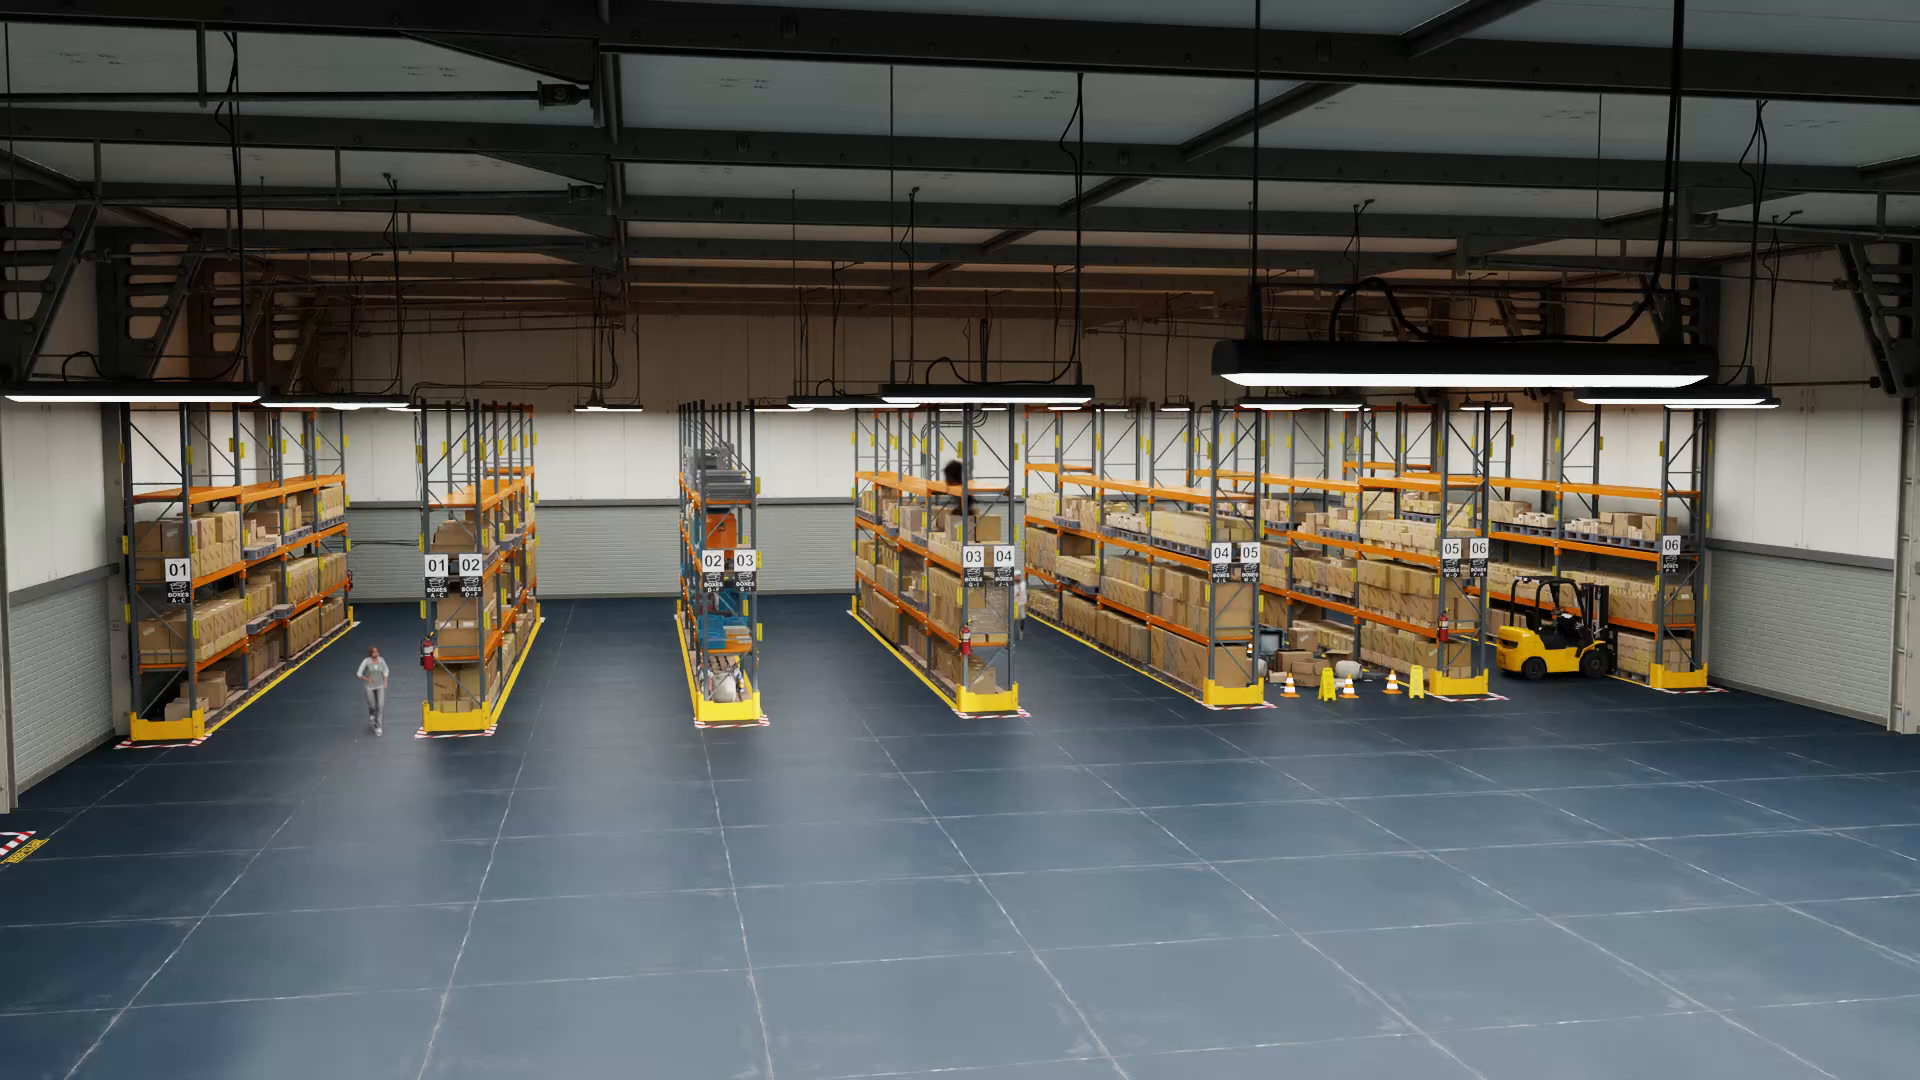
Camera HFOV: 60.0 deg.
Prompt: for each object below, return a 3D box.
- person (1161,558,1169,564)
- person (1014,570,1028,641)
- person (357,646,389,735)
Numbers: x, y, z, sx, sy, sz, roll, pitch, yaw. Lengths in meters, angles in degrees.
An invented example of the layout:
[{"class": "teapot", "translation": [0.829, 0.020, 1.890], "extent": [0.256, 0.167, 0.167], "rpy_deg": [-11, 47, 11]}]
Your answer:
[{"class": "person", "translation": [5.900, 1.352, 46.476], "extent": [0.670, 1.754, 0.761], "rpy_deg": [-4, 6, -40]}, {"class": "person", "translation": [1.461, 1.658, 42.233], "extent": [0.627, 1.825, 0.829], "rpy_deg": [-1, 4, -10]}, {"class": "person", "translation": [-10.568, 2.690, 29.975], "extent": [0.568, 1.603, 0.753], "rpy_deg": [-2, 5, -30]}]
